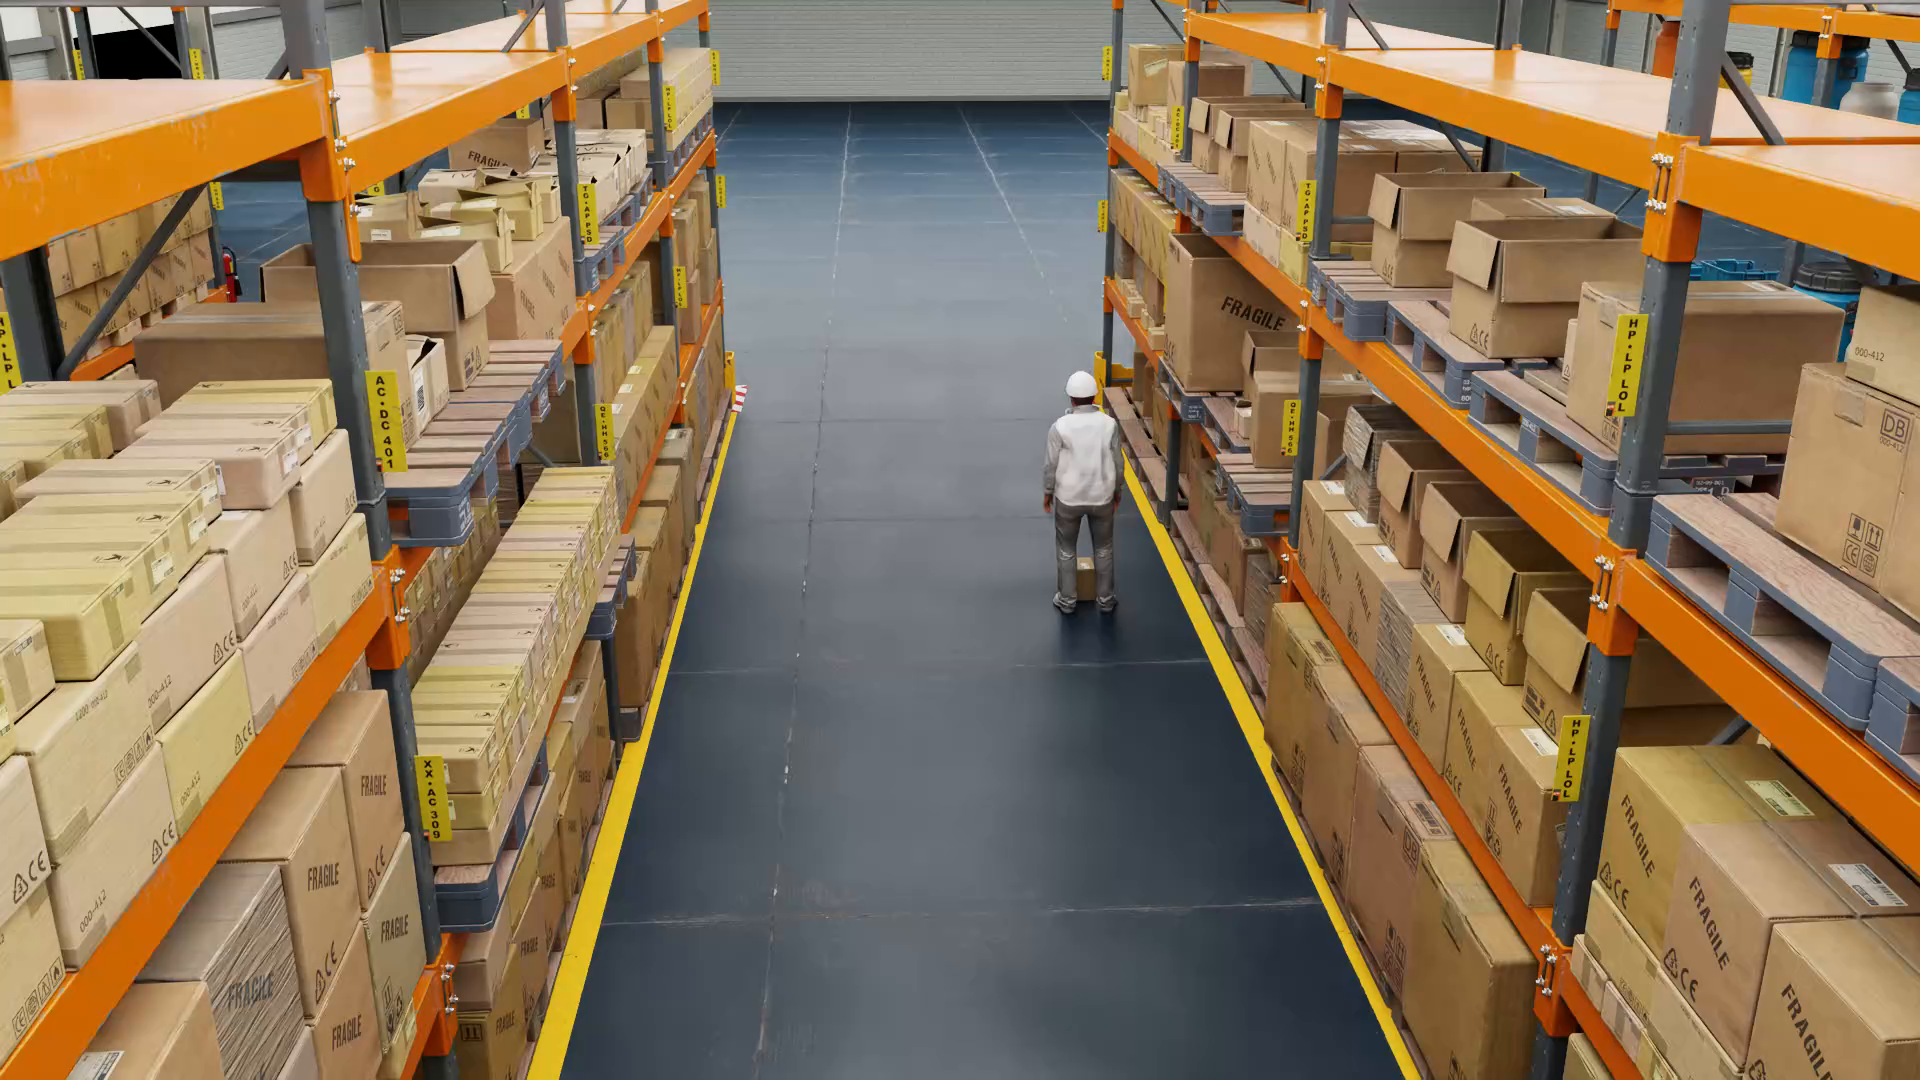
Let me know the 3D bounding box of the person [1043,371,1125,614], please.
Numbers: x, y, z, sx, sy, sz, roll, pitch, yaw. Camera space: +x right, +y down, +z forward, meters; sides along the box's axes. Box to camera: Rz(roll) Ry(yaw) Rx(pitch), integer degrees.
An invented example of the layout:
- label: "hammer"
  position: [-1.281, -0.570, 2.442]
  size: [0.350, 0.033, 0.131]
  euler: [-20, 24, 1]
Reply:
- label: "person"
  position: [0.886, -0.333, 11.937]
  size: [0.592, 1.773, 0.457]
  euler: [-2, 20, -6]
